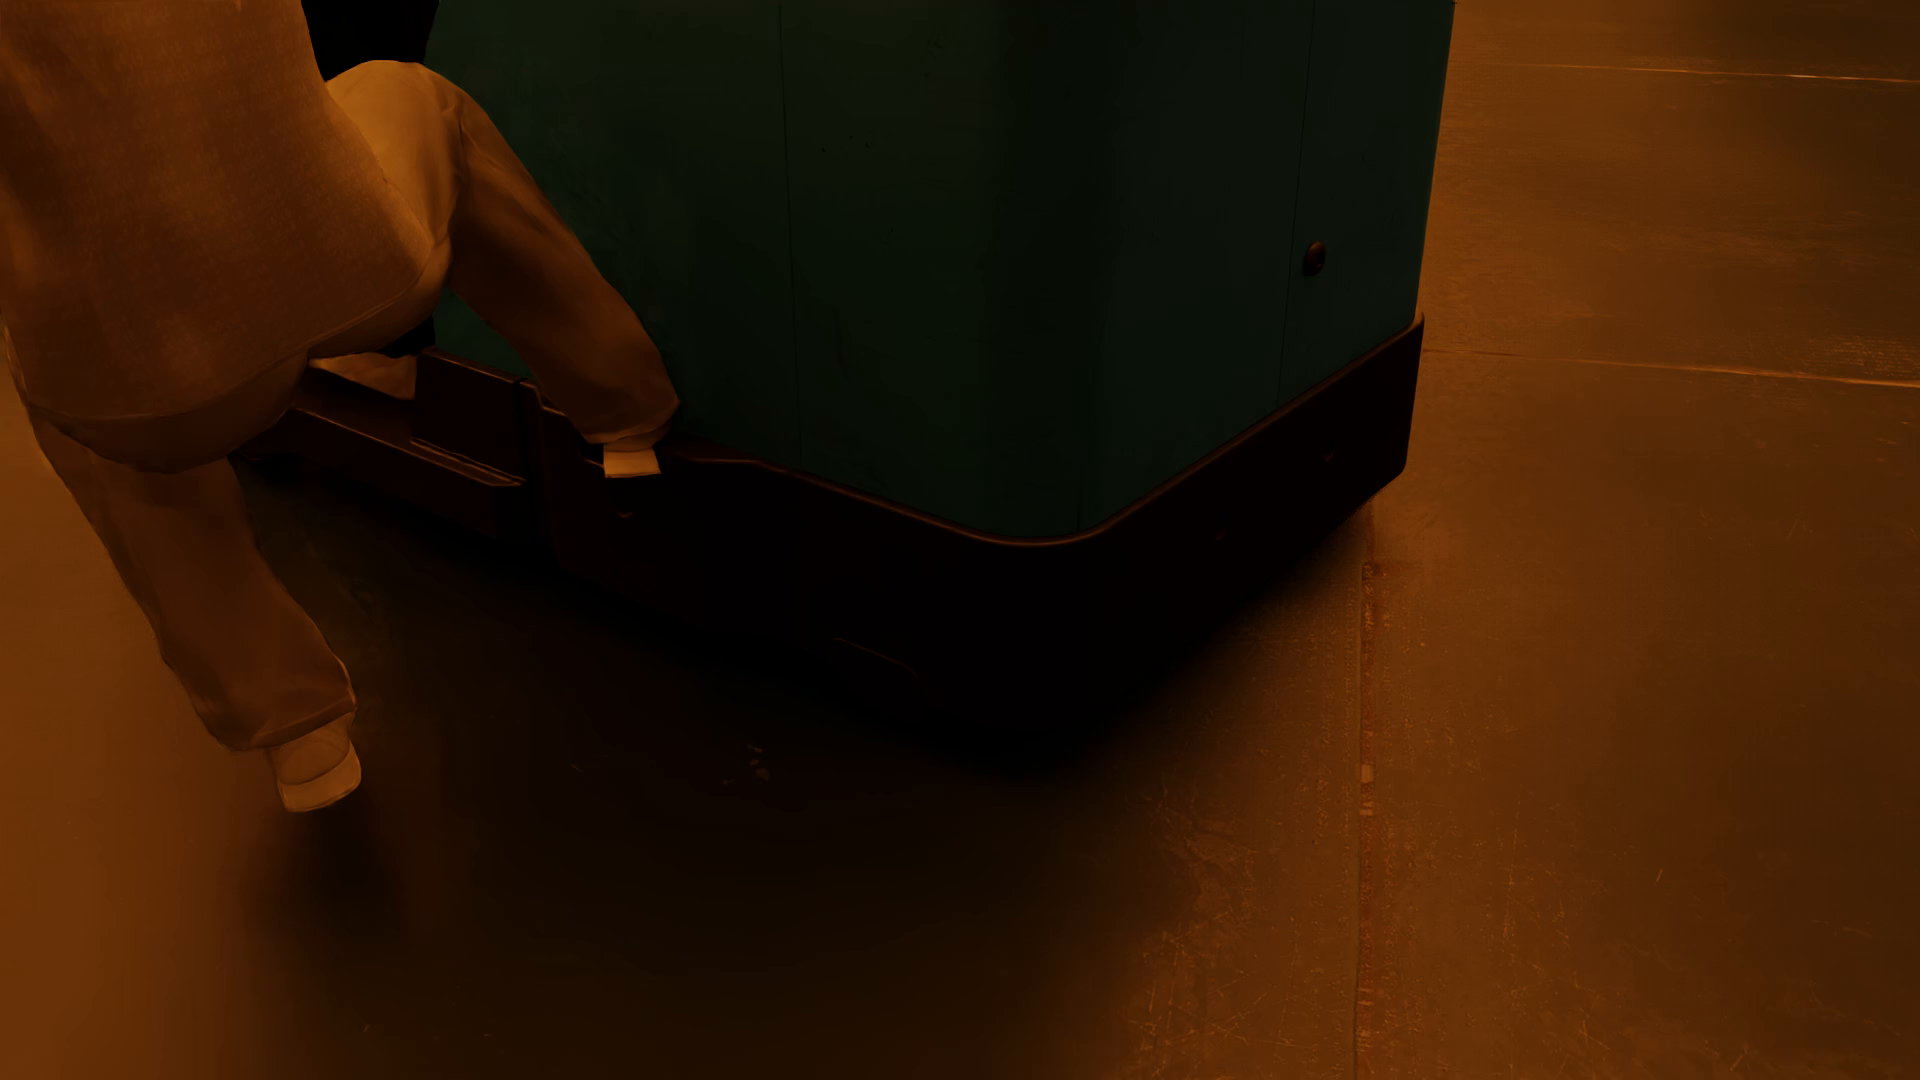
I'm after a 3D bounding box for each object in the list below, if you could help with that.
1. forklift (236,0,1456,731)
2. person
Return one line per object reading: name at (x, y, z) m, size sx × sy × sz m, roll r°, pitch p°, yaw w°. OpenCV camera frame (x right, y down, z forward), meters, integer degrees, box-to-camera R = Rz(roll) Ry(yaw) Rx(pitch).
forklift at (-0.788, -1.607, 2.431) m, size 3.031 × 2.935 × 1.130 m, roll 19°, pitch 32°, yaw 33°
person at (-0.831, -0.344, 1.565) m, size 0.732 × 1.328 × 1.499 m, roll 23°, pitch 35°, yaw 38°
